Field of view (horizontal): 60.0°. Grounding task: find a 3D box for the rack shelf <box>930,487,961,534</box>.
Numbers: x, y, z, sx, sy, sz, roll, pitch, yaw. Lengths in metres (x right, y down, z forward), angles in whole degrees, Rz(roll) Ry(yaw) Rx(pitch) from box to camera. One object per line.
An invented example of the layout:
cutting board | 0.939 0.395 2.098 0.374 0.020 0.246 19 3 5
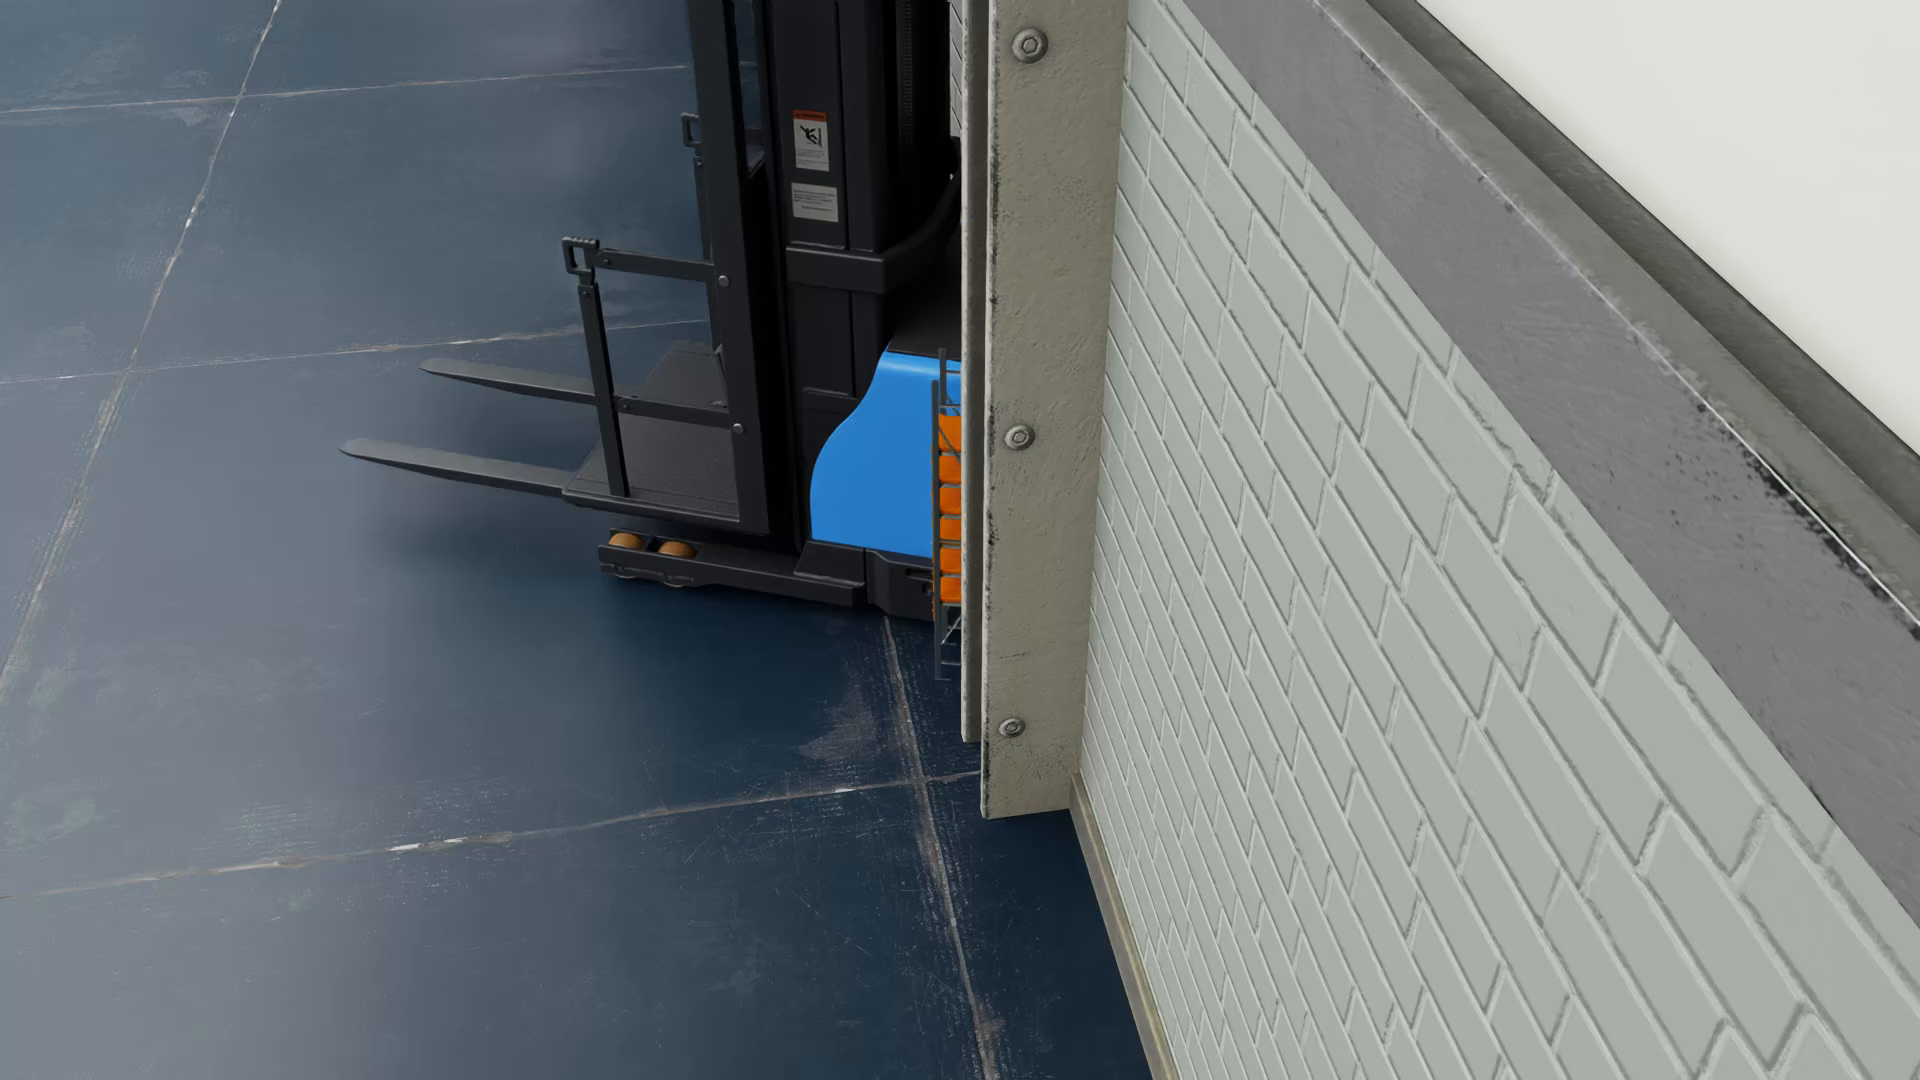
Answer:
rack shelf | 0.046 -0.104 5.282 0.258 0.103 0.180 4 38 5

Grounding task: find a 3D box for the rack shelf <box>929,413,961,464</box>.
rack shelf | 0.046 -0.293 5.133 0.258 0.103 0.180 4 38 5

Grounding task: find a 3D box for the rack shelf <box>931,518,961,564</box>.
rack shelf | 0.046 -0.010 5.356 0.258 0.103 0.180 4 38 5

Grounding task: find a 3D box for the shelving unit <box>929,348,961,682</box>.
shelving unit | 0.046 -0.045 5.328 0.258 1.200 0.189 4 38 5

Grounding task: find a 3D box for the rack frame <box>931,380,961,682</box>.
rack frame | 0.035 0.012 5.257 0.240 1.200 0.006 4 38 5

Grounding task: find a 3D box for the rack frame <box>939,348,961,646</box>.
rack frame | 0.057 -0.101 5.400 0.240 1.200 0.006 4 38 5

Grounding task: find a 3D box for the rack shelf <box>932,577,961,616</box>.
rack shelf | 0.046 0.179 5.504 0.258 0.103 0.180 4 38 5

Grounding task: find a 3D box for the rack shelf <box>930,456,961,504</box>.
rack shelf | 0.046 -0.198 5.208 0.258 0.103 0.180 4 38 5

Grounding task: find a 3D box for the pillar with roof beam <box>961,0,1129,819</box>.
pillar with roof beam | -4.049 -2.364 1.957 9.100 9.000 0.400 -6 38 -8

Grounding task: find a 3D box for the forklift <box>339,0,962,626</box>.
forklift | -0.819 -1.289 5.520 3.031 2.935 1.130 9 39 12

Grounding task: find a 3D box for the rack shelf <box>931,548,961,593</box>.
rack shelf | 0.046 0.085 5.430 0.258 0.103 0.180 4 38 5
